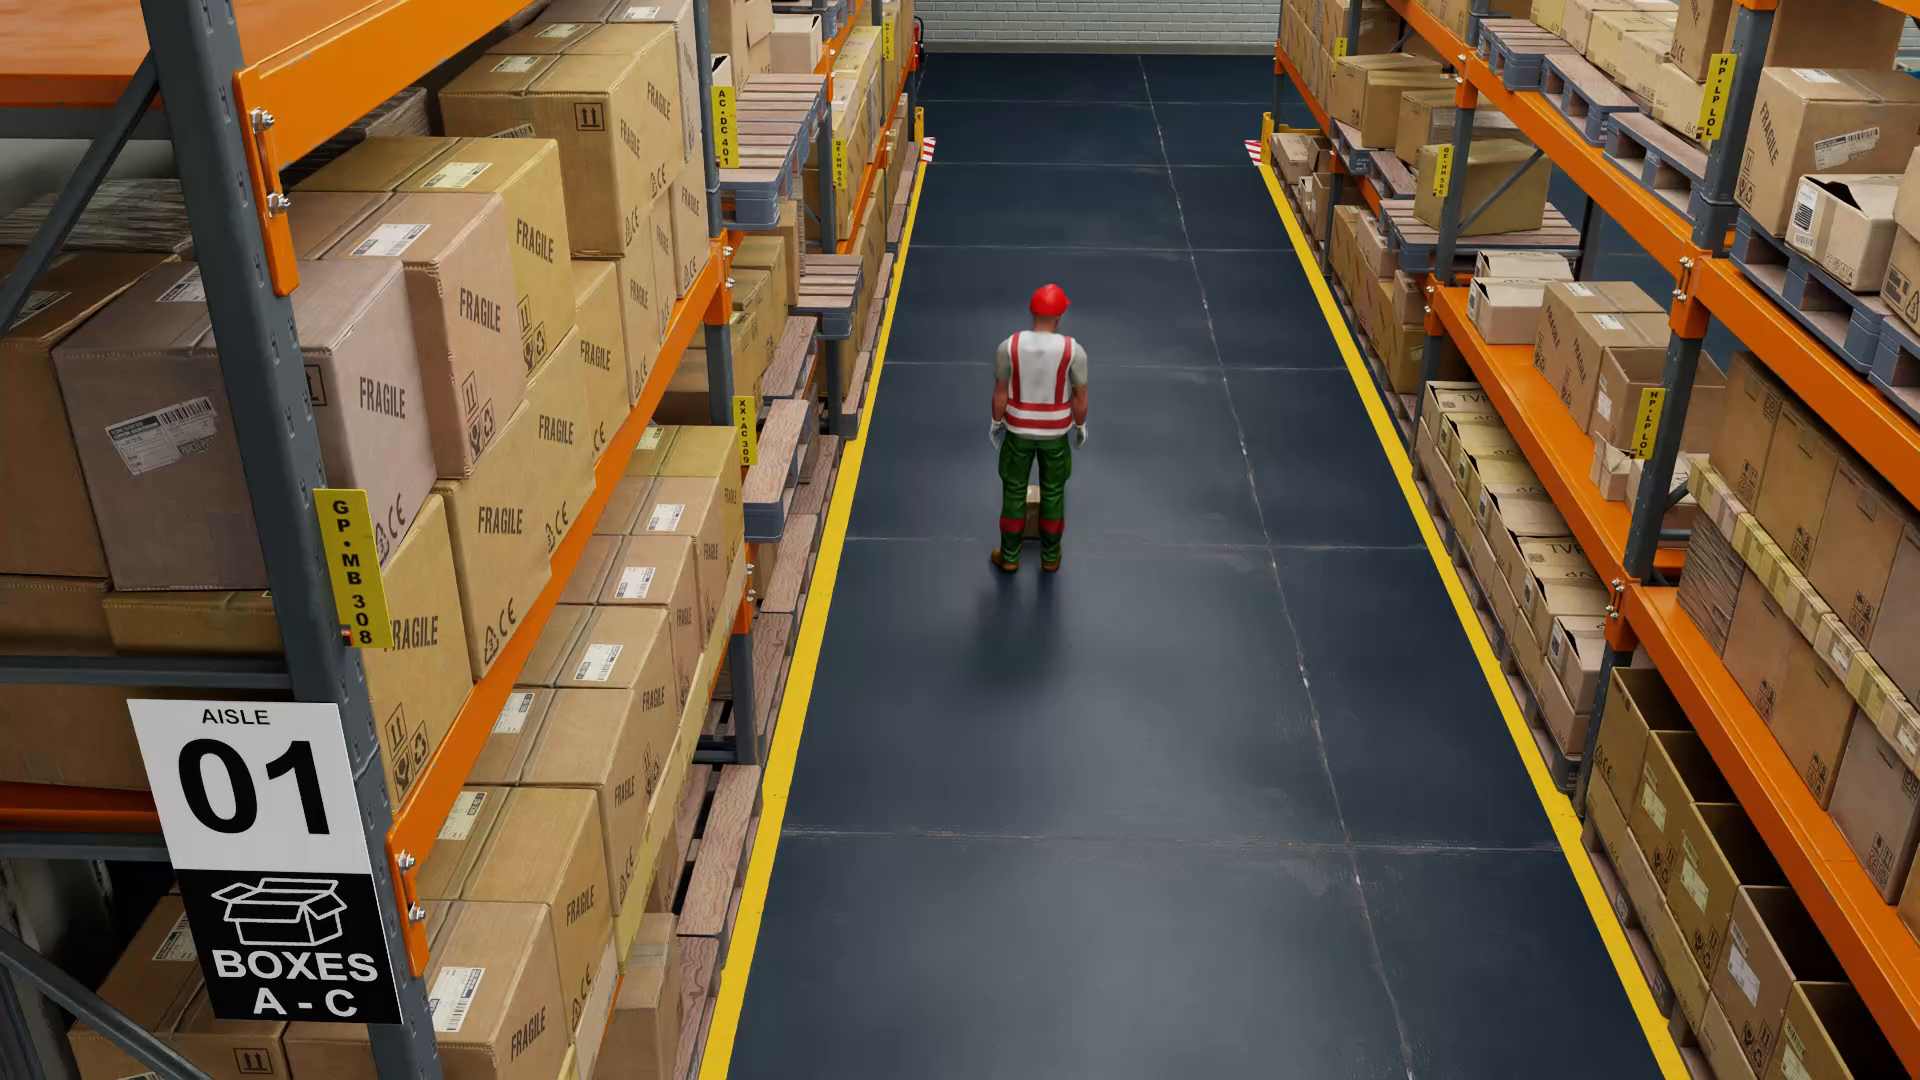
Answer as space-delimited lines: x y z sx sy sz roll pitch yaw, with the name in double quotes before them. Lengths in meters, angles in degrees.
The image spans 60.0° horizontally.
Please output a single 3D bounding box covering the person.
"person" 0.460 -0.651 9.828 0.577 1.808 0.372 1 28 3
